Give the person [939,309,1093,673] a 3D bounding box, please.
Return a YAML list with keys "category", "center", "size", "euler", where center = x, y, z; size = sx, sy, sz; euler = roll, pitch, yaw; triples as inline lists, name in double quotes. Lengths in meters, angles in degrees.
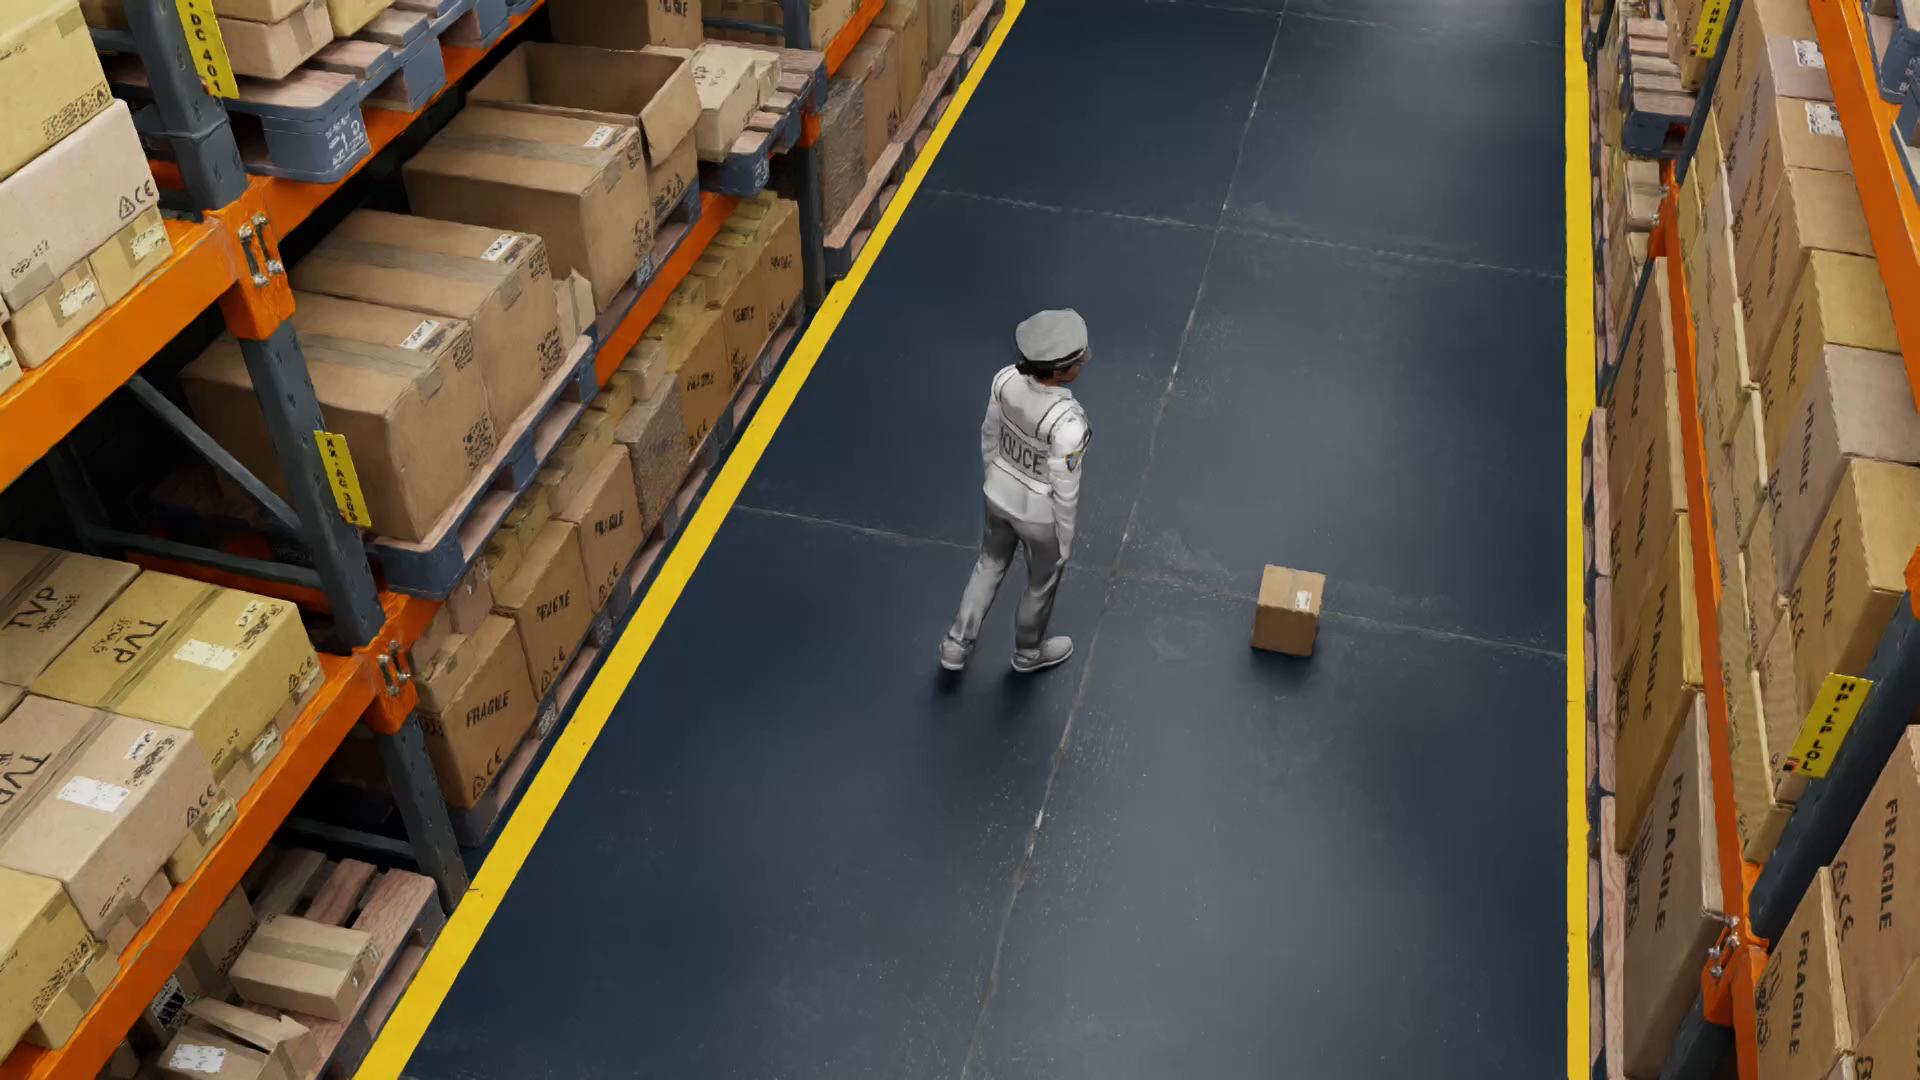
- category: "person"
  center: [0.206, -0.094, 6.254]
  size: [0.578, 1.670, 0.510]
  euler: [-31, 50, -31]
